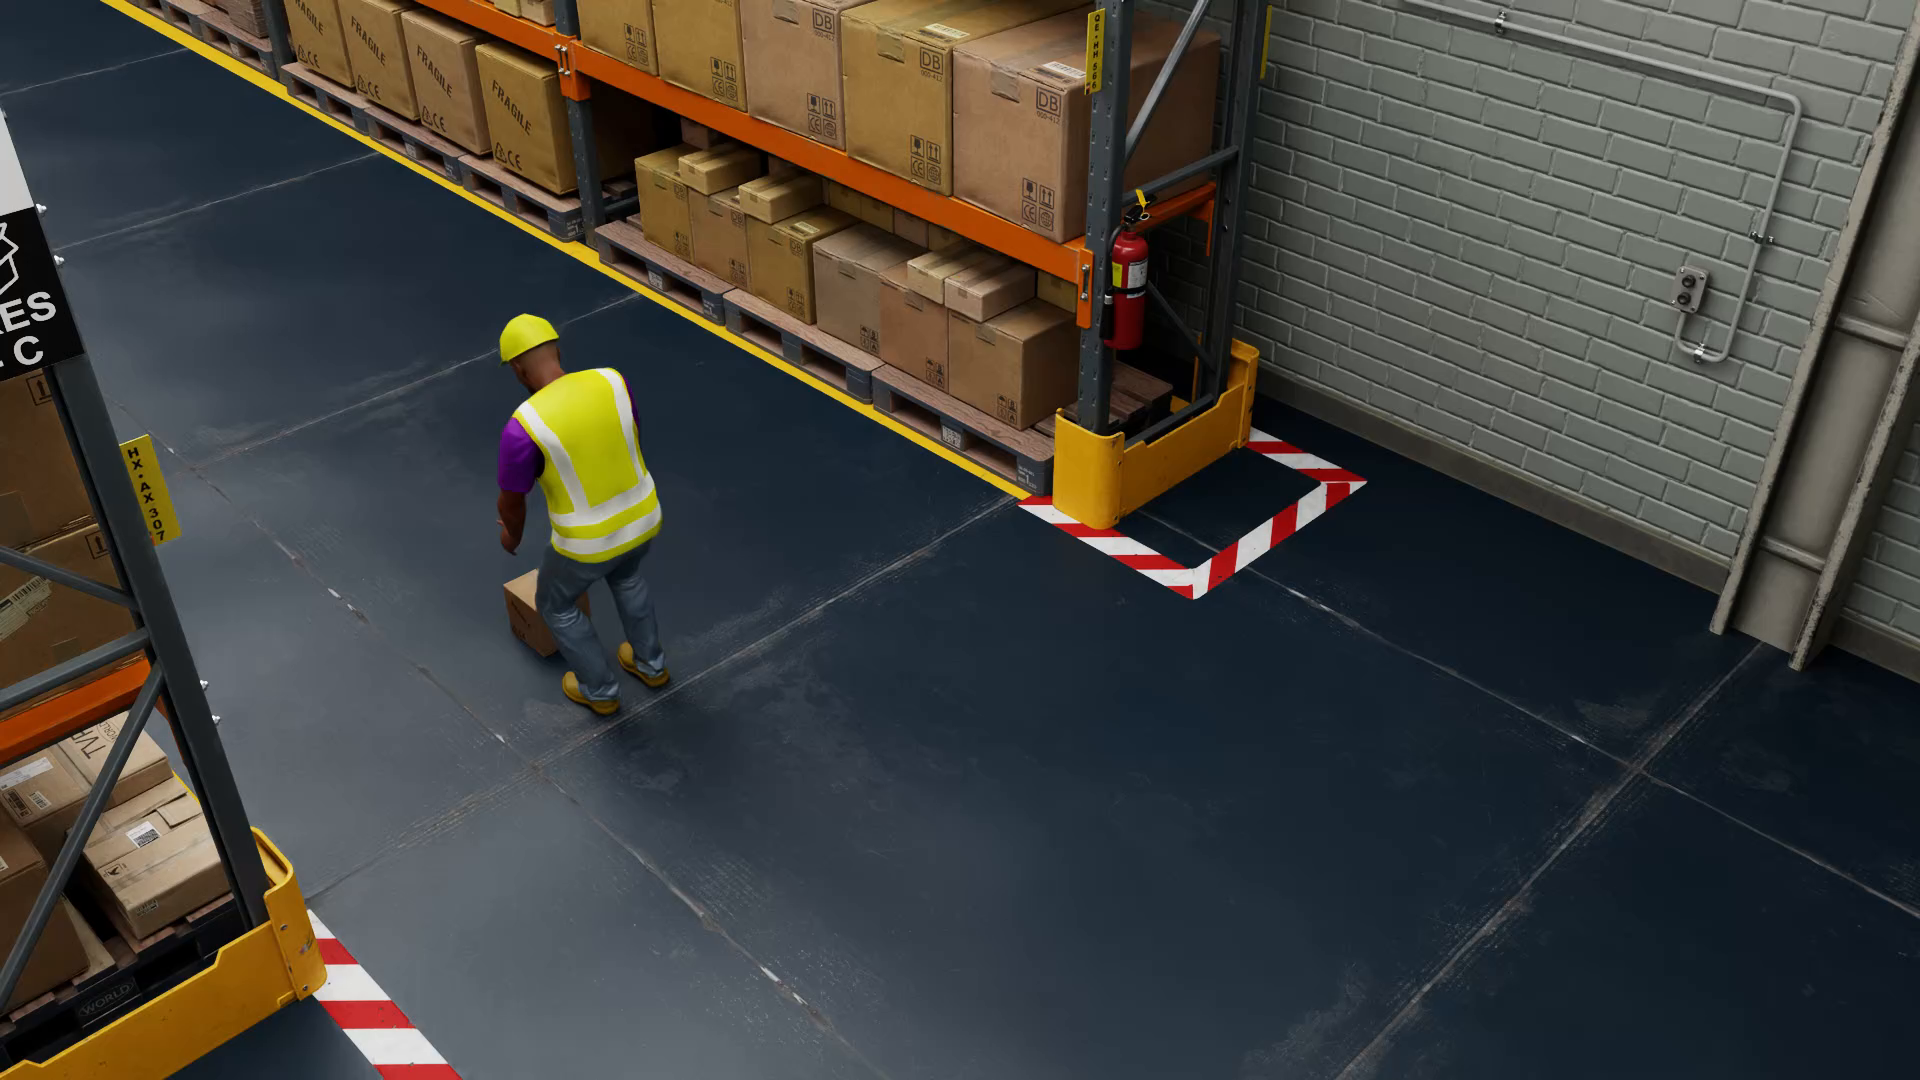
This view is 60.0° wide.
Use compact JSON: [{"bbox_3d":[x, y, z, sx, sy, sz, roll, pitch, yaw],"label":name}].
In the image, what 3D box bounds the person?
[{"bbox_3d":[-1.447,-0.073,6.345,0.613,1.633,0.576,-29,45,-35],"label":"person"}]
